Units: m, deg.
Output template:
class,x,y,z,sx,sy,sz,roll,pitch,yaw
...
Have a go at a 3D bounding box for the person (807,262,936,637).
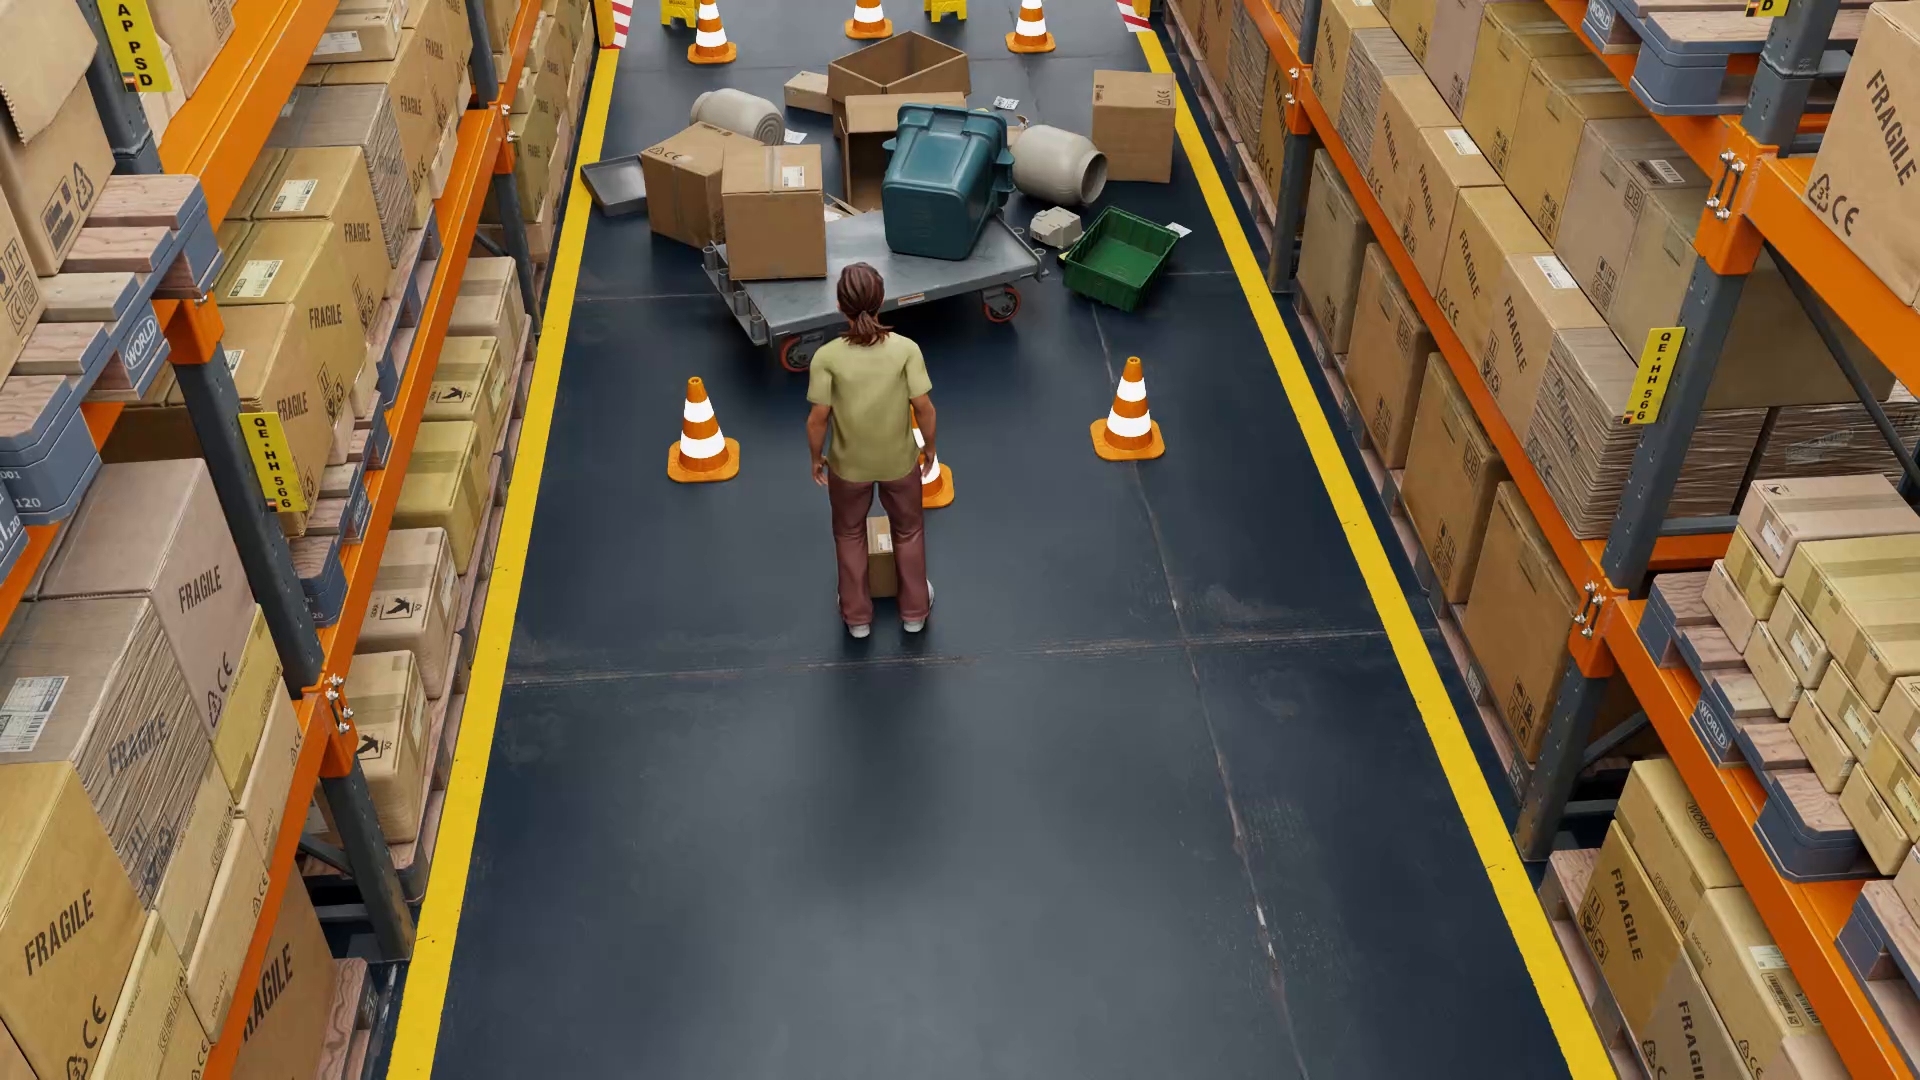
class,x,y,z,sx,sy,sz,roll,pitch,yaw
person,-0.345,-0.318,6.544,0.499,1.673,0.356,-5,39,-6
